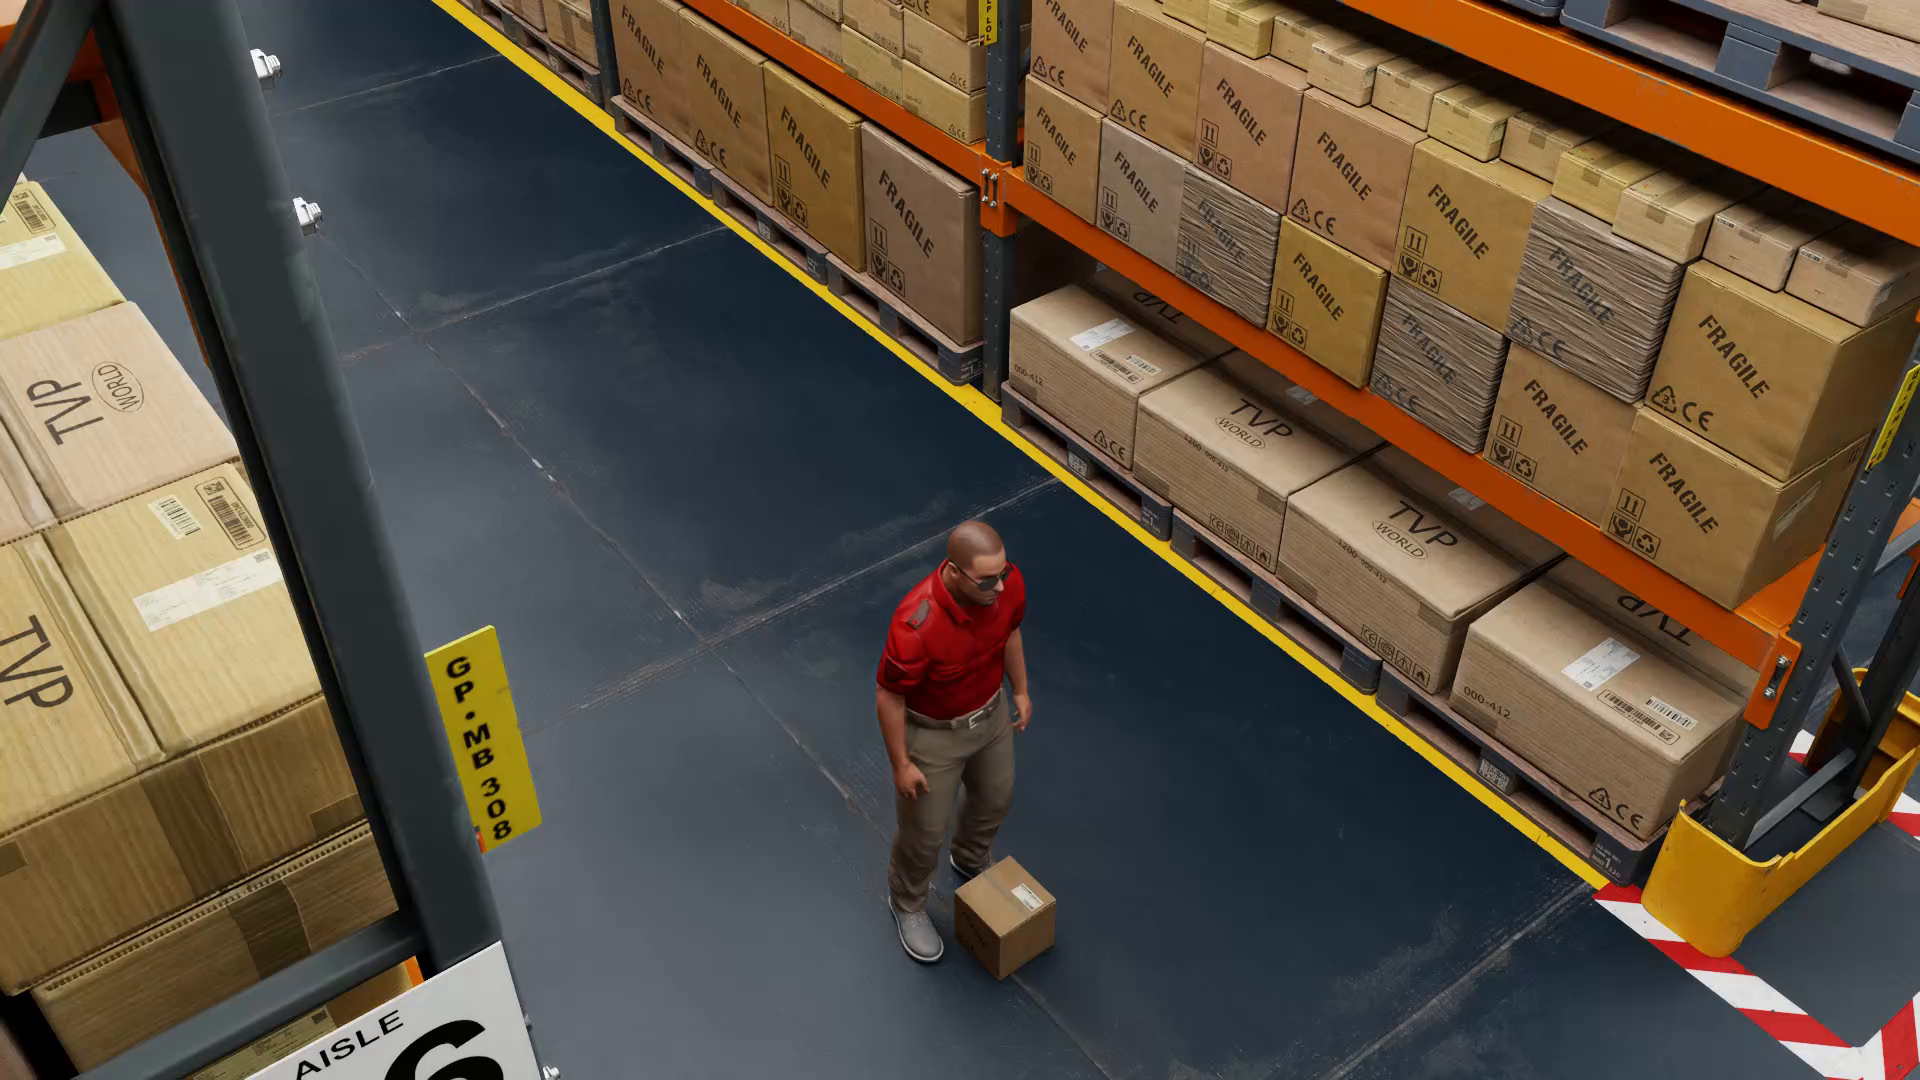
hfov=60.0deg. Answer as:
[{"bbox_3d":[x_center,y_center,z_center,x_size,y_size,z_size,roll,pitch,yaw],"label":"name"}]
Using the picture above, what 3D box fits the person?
[{"bbox_3d":[-0.011,0.612,5.438,0.606,1.727,0.387,-29,48,-30],"label":"person"}]
